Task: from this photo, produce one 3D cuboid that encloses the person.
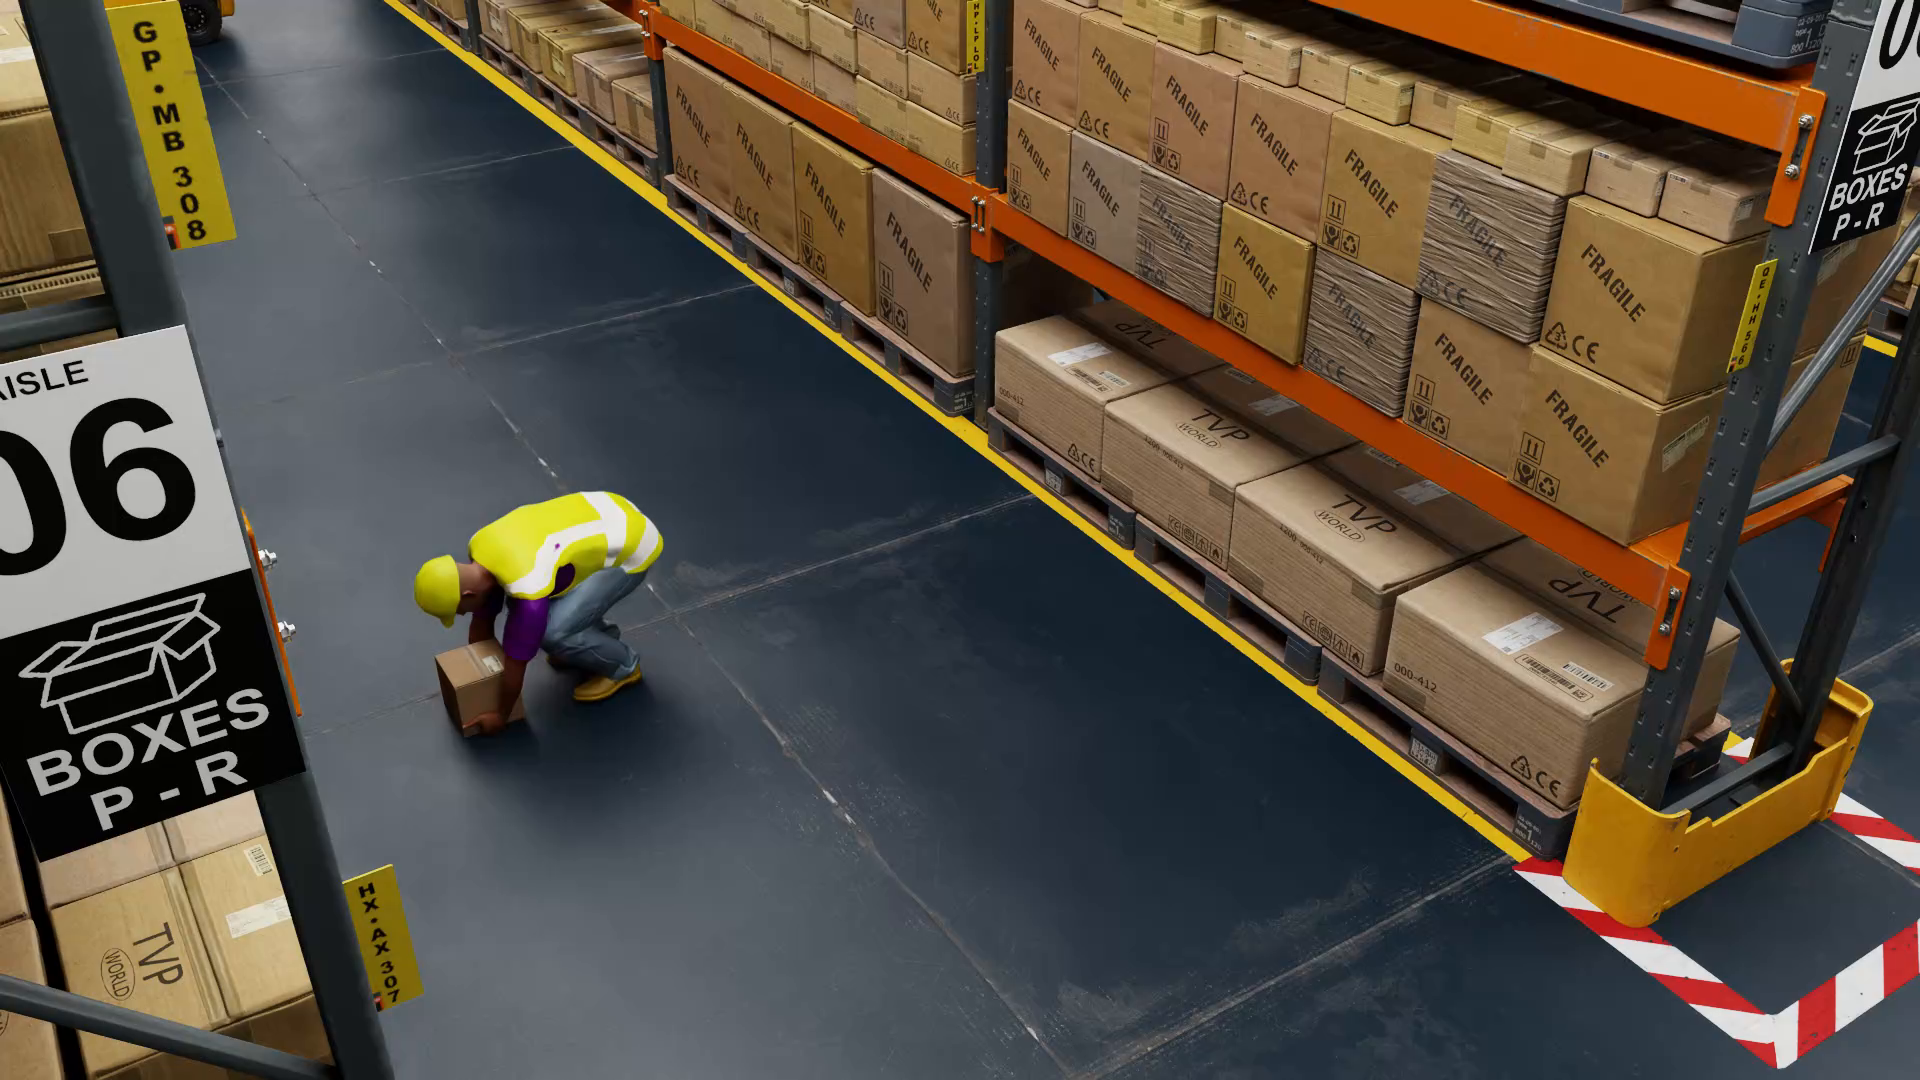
[{"bbox_3d":[-1.652,0.201,6.554,0.974,0.952,0.505,-21,38,-29],"label":"person"}]
